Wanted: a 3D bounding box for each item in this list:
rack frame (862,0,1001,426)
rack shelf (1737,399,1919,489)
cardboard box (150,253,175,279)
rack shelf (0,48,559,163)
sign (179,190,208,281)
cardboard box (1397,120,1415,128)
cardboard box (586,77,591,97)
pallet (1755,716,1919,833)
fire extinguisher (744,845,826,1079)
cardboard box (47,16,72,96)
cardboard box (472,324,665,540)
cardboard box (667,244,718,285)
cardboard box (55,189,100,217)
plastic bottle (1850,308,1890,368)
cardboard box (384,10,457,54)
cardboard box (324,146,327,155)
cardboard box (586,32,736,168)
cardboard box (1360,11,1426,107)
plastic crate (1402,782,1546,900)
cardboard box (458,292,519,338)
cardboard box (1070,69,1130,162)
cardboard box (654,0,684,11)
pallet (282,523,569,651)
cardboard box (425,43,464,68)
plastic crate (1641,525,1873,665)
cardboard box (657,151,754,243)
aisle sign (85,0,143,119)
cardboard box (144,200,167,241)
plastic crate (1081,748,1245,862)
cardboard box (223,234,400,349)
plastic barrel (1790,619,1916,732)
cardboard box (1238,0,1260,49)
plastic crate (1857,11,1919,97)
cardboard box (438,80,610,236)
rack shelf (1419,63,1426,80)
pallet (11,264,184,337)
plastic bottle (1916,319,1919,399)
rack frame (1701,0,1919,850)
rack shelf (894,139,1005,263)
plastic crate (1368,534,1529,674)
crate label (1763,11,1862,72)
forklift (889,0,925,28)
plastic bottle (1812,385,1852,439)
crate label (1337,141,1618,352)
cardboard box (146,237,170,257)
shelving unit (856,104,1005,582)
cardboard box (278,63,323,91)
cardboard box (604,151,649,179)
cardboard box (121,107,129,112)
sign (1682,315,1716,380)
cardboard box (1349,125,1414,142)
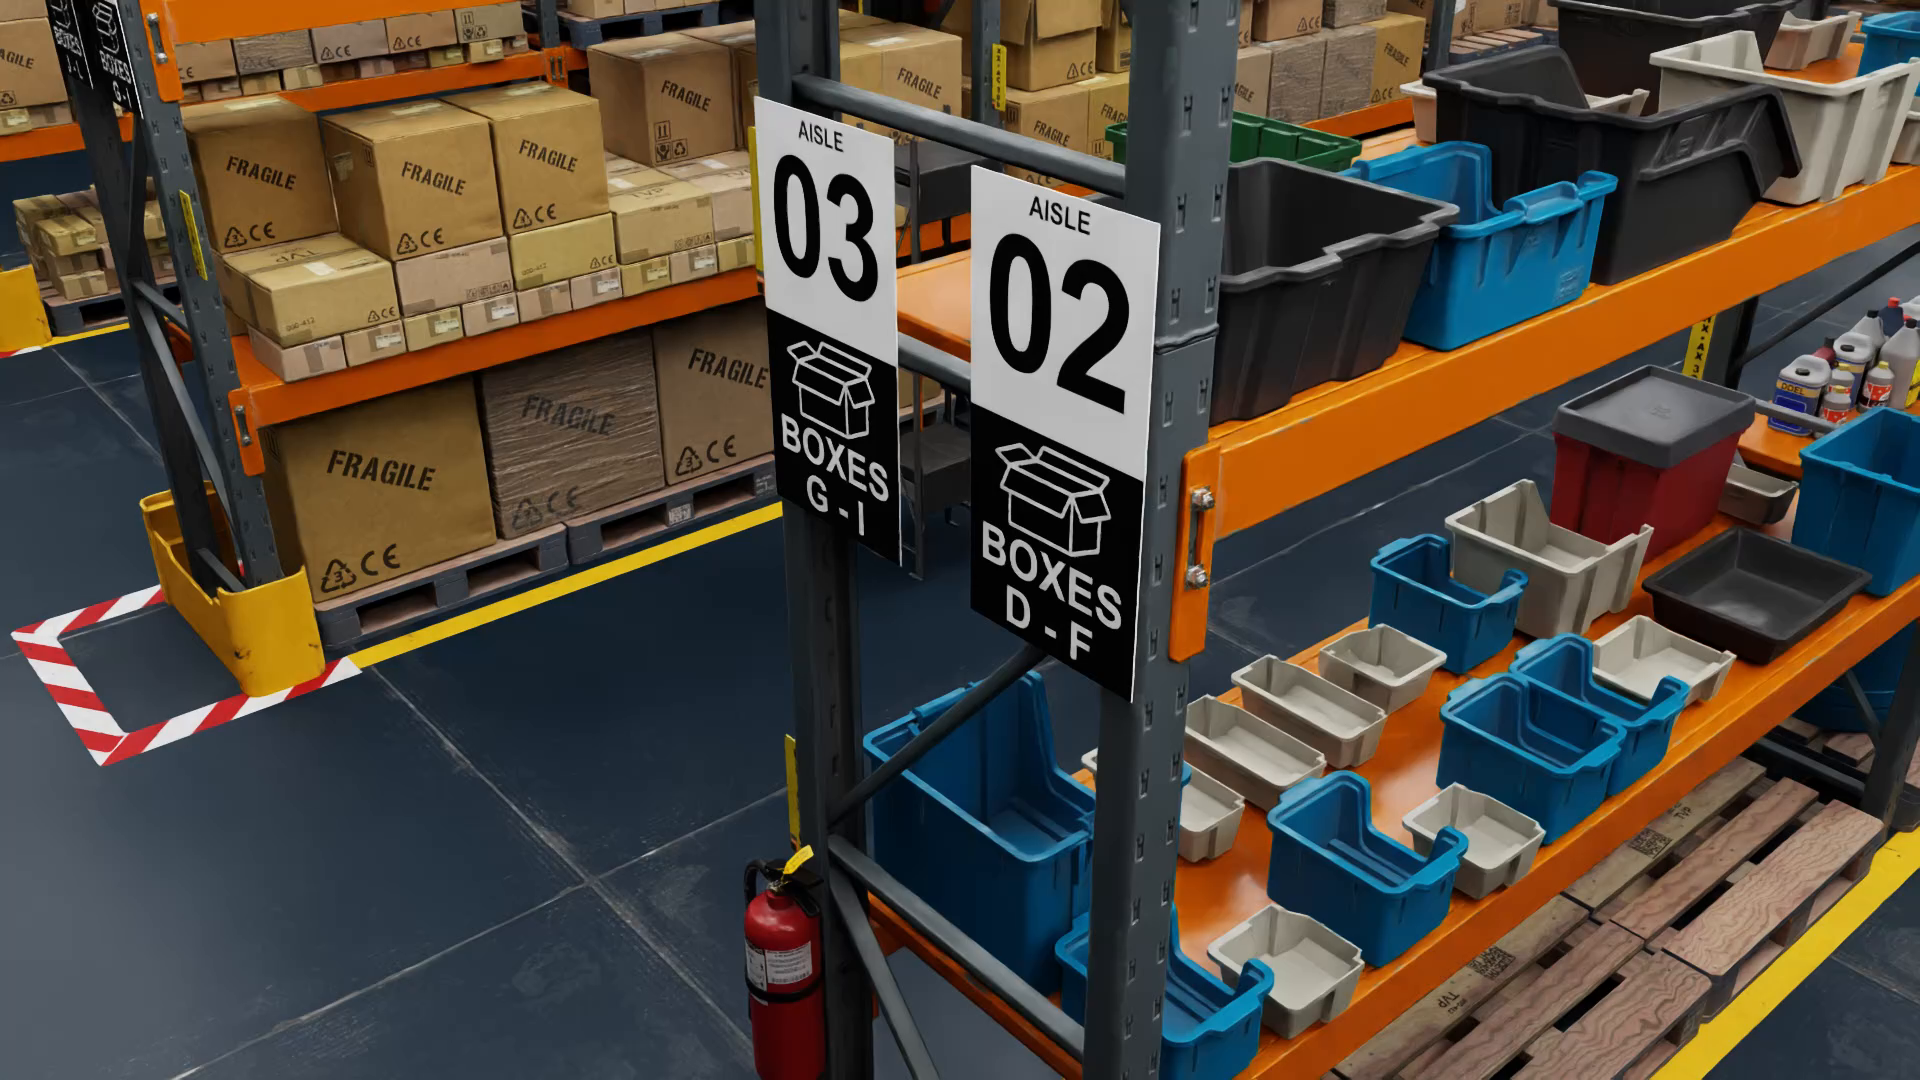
[{"bbox_3d":[-0.163,-2.139,9.070,0.127,3.000,1.000,-22,35,-35],"label":"rack frame"},{"bbox_3d":[4.573,-0.658,7.062,4.000,0.370,1.077,-22,35,-35],"label":"rack shelf"},{"bbox_3d":[-5.412,-1.886,11.176,0.250,0.149,0.380,-21,35,-34],"label":"cardboard box"},{"bbox_3d":[-4.827,-3.019,11.481,4.000,0.370,1.077,-22,35,-35],"label":"rack shelf"},{"bbox_3d":[-2.850,-1.131,6.182,0.005,0.325,0.100,-22,35,-35],"label":"sign"},{"bbox_3d":[3.370,-3.001,12.072,0.500,0.250,0.500,-20,34,-33],"label":"cardboard box"},{"bbox_3d":[-2.572,-3.493,13.015,0.500,0.250,0.500,-24,36,-37],"label":"cardboard box"},{"bbox_3d":[3.666,0.646,6.818,1.213,0.211,1.003,-22,35,-35],"label":"pallet"},{"bbox_3d":[-0.401,0.942,3.782,0.183,0.674,0.296,-22,35,-35],"label":"fire extinguisher"},{"bbox_3d":[-5.437,-3.111,10.468,0.500,0.500,0.500,-22,35,-35],"label":"cardboard box"},{"bbox_3d":[-2.079,-0.666,8.123,0.875,0.875,0.875,-22,35,-35],"label":"cardboard box"},{"bbox_3d":[-1.354,-1.347,7.854,0.250,0.149,0.380,-21,35,-34],"label":"cardboard box"},{"bbox_3d":[-5.882,-2.224,11.177,0.250,0.149,0.380,-21,35,-34],"label":"cardboard box"},{"bbox_3d":[3.539,-0.740,6.505,0.185,0.351,0.144,-22,35,-35],"label":"plastic bottle"},{"bbox_3d":[-3.886,-3.716,11.600,0.500,0.500,0.500,-23,36,-36],"label":"cardboard box"},{"bbox_3d":[-4.541,-2.813,12.279,0.250,0.149,0.380,-21,35,-34],"label":"cardboard box"},{"bbox_3d":[-1.466,-2.171,8.179,0.500,0.500,0.500,-23,36,-36],"label":"cardboard box"},{"bbox_3d":[2.665,-3.167,10.888,0.500,0.500,0.500,-21,34,-33],"label":"cardboard box"},{"bbox_3d":[1.224,0.717,3.942,0.298,0.136,0.250,-22,35,-35],"label":"plastic crate"},{"bbox_3d":[-2.135,-1.033,7.266,0.250,0.149,0.380,-23,35,-36],"label":"cardboard box"},{"bbox_3d":[0.731,-2.388,9.431,0.500,0.500,0.500,-22,35,-35],"label":"cardboard box"},{"bbox_3d":[-2.307,-4.141,12.636,0.250,0.149,0.380,-22,35,-35],"label":"cardboard box"},{"bbox_3d":[-2.648,0.042,7.948,1.213,0.211,1.003,-22,35,-35],"label":"pallet"},{"bbox_3d":[-3.738,-3.488,11.861,0.250,0.149,0.380,-20,34,-33],"label":"cardboard box"},{"bbox_3d":[2.375,0.170,4.977,0.590,0.125,0.437,-22,35,-35],"label":"plastic crate"},{"bbox_3d":[-1.109,-1.660,8.017,0.500,0.250,0.500,-21,35,-34],"label":"cardboard box"},{"bbox_3d":[-3.066,-1.932,5.925,0.004,0.787,0.394,-22,35,-35],"label":"aisle sign"},{"bbox_3d":[-5.323,-2.112,10.968,0.250,0.149,0.380,-22,35,-35],"label":"cardboard box"},{"bbox_3d":[0.512,0.636,4.094,0.243,0.136,0.396,-22,35,-35],"label":"plastic crate"},{"bbox_3d":[-2.666,-1.031,6.839,0.500,0.250,0.500,-23,36,-36],"label":"cardboard box"},{"bbox_3d":[3.477,0.217,6.443,0.708,0.901,0.600,-22,35,-35],"label":"plastic barrel"},{"bbox_3d":[1.310,-3.226,9.933,0.637,0.503,0.797,-21,34,-33],"label":"cardboard box"},{"bbox_3d":[2.566,-1.219,4.344,0.300,0.233,0.416,-22,35,-35],"label":"plastic crate"},{"bbox_3d":[-1.895,-1.675,7.250,0.500,0.500,0.500,-23,36,-36],"label":"cardboard box"},{"bbox_3d":[4.402,-3.657,12.675,4.000,0.370,1.077,-22,35,-35],"label":"rack shelf"},{"bbox_3d":[-5.649,-1.754,11.308,1.213,0.211,1.003,-22,35,-35],"label":"pallet"},{"bbox_3d":[3.773,-0.745,6.514,0.185,0.351,0.144,-22,35,-35],"label":"plastic bottle"},{"bbox_3d":[3.052,-0.363,5.747,0.127,3.000,1.000,-22,35,-35],"label":"rack frame"},{"bbox_3d":[-0.126,-1.481,7.337,0.480,0.518,0.431,-22,35,-35],"label":"rack shelf"},{"bbox_3d":[1.405,0.188,4.830,0.300,0.233,0.416,-22,35,-35],"label":"plastic crate"},{"bbox_3d":[2.492,-1.524,5.016,0.466,0.136,0.293,-22,35,-35],"label":"crate label"},{"bbox_3d":[-0.825,-3.363,11.433,1.130,2.935,3.031,-5,29,-9],"label":"forklift"},{"bbox_3d":[3.237,-0.473,6.163,0.097,0.201,0.097,0,28,0],"label":"plastic bottle"},{"bbox_3d":[0.920,-0.563,3.097,0.502,0.251,0.408,-22,35,-35],"label":"crate label"},{"bbox_3d":[-5.409,-2.022,11.115,0.250,0.149,0.380,-21,35,-34],"label":"cardboard box"},{"bbox_3d":[-0.126,-0.875,7.660,0.503,2.100,0.431,-22,35,-35],"label":"shelving unit"},{"bbox_3d":[-4.513,-3.162,11.252,0.250,0.149,0.380,-21,35,-34],"label":"cardboard box"},{"bbox_3d":[-1.843,-1.696,8.084,0.500,0.250,0.500,-22,35,-35],"label":"cardboard box"},{"bbox_3d":[-5.375,-2.880,10.723,0.250,0.149,0.380,-20,34,-33],"label":"cardboard box"},{"bbox_3d":[2.696,-0.683,6.052,0.005,0.325,0.100,-22,35,-35],"label":"sign"},{"bbox_3d":[2.342,-2.407,11.381,0.875,0.875,1.225,-24,36,-37],"label":"cardboard box"}]
